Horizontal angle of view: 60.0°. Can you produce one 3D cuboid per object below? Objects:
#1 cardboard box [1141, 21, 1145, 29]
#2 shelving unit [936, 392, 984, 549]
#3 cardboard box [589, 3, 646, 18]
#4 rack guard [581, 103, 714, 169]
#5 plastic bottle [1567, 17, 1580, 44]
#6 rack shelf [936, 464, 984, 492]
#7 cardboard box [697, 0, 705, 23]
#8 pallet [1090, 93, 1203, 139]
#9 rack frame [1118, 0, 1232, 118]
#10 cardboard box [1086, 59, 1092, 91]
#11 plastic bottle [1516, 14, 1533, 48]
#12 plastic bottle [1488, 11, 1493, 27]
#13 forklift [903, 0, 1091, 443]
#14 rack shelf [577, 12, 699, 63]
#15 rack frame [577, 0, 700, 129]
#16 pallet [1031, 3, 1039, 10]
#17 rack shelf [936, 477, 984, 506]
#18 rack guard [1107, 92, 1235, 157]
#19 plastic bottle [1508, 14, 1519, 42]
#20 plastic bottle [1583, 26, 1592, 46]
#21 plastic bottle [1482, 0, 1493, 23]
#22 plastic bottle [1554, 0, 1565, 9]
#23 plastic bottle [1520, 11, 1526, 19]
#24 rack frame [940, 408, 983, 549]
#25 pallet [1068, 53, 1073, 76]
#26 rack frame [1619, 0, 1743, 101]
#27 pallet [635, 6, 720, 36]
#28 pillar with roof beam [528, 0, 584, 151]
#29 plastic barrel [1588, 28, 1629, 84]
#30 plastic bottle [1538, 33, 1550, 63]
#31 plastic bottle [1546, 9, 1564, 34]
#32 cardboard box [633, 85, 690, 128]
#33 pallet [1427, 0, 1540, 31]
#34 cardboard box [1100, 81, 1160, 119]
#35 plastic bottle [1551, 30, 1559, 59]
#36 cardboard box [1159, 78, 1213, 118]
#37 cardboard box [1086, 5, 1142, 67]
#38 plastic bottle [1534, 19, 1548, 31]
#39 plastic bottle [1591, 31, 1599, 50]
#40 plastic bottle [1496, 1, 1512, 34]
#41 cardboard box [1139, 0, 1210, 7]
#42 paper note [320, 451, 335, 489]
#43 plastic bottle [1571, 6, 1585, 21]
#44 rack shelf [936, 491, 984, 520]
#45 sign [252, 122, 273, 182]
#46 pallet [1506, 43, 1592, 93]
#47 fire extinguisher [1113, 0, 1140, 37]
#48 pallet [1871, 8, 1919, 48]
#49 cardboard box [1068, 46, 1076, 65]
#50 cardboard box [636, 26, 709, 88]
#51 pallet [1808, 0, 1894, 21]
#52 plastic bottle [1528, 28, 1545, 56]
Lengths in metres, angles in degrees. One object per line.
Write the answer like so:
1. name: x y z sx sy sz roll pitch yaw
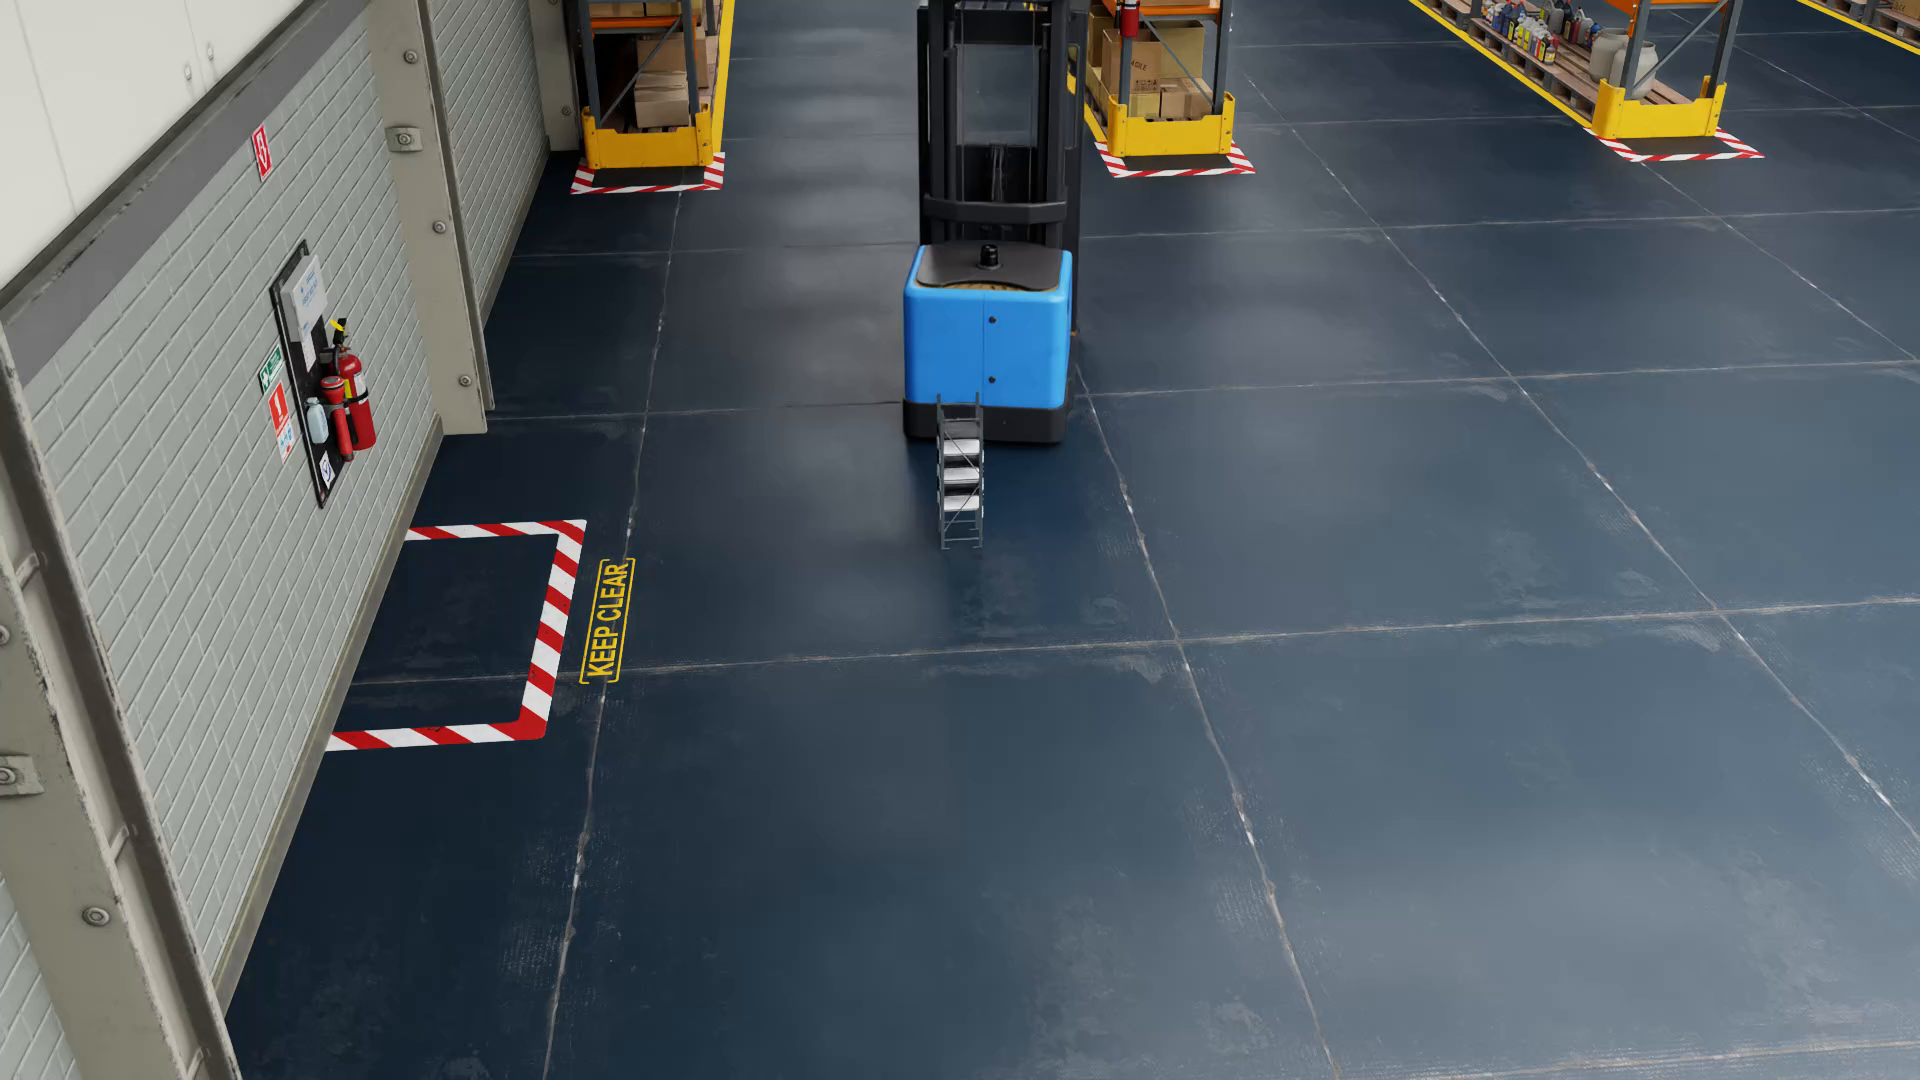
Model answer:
1. cardboard box: 2.074 -5.188 17.051 0.500 0.500 0.500 -3 31 -5
2. shelving unit: -0.001 -0.390 9.526 0.258 0.900 0.210 -3 31 -5
3. cardboard box: -3.157 -5.006 15.333 0.500 0.250 0.500 -2 31 -4
4. rack guard: -2.928 -3.799 15.622 1.175 0.500 0.348 -3 31 -5
5. plastic bottle: 6.870 -5.706 18.598 0.061 0.283 0.133 -3 31 -5
6. rack shelf: -0.001 -0.362 9.543 0.258 0.077 0.200 -3 31 -5
7. cardboard box: -3.379 -6.366 19.491 0.700 0.500 0.500 -2 31 -3
8. pallet: 1.898 -4.263 16.682 1.003 0.211 1.213 -3 31 -5
9. rack frame: 2.011 -5.072 15.317 1.000 3.000 0.127 -3 31 -5
10. cardboard box: 1.560 -4.842 17.202 0.500 0.250 0.500 -3 31 -5
11. plastic bottle: 6.289 -5.656 18.448 0.144 0.351 0.185 -3 31 -5
12. plastic bottle: 6.182 -6.050 19.253 0.097 0.201 0.097 0 31 0
13. forklift: 0.294 -2.612 11.264 1.130 2.935 3.031 3 31 5
14. rack shelf: -3.107 -5.545 16.810 1.077 0.370 4.000 -3 31 -5
15. rack frame: -2.920 -4.833 14.916 1.000 3.000 0.127 -3 31 -5
16. pallet: 1.413 -6.916 21.122 1.003 0.211 1.213 -3 31 -5
17. rack shelf: -0.001 -0.285 9.589 0.258 0.077 0.200 -3 31 -5
18. rack guard: 2.013 -3.987 15.937 1.175 0.500 0.348 -3 31 -5
19. plastic bottle: 6.223 -5.758 18.684 0.061 0.283 0.133 -1 31 -2
20. plastic bottle: 7.014 -5.617 18.529 0.097 0.201 0.097 0 31 0
21. plastic bottle: 6.163 -6.184 19.409 0.097 0.271 0.097 0 31 0
22. plastic bottle: 6.917 -6.086 19.169 0.144 0.351 0.185 -4 31 -6
23. plastic bottle: 6.366 -5.867 18.879 0.097 0.271 0.097 0 31 0
24. rack frame: 0.009 -0.339 9.439 0.240 0.900 0.006 -3 31 -5
25. pallet: 1.670 -5.509 18.767 1.003 0.211 1.213 -3 31 -5
26. rack frame: 6.943 -5.308 15.711 1.000 3.000 0.127 -3 31 -5
27. pallet: -3.368 -6.075 19.715 1.003 0.211 1.213 -3 31 -5
28. pillar with roof beam: 0.439 -7.931 14.252 9.100 9.000 0.400 -3 31 -5
29. plastic barrel: 6.759 -5.008 17.226 0.421 0.512 0.421 0 31 0
30. plastic bottle: 6.306 -5.306 17.927 0.061 0.283 0.133 -2 31 -3
31. plastic bottle: 6.789 -5.936 18.991 0.152 0.276 0.135 -3 31 -5
32. cardboard box: -2.895 -4.225 16.091 0.500 0.311 0.500 -6 31 -10
33. pallet: 6.458 -6.552 20.513 1.003 0.211 1.213 -3 31 -5
34. cardboard box: 1.667 -4.332 16.349 0.500 0.250 0.500 -3 31 -5
35. plastic bottle: 6.445 -5.382 18.056 0.061 0.283 0.133 -3 31 -5
36. cardboard box: 2.183 -4.356 16.390 0.500 0.250 0.500 -3 31 -5
37. cardboard box: 1.557 -5.163 17.010 0.500 0.500 0.500 -3 31 -5
38. plastic bottle: 6.434 -5.644 18.501 0.152 0.276 0.135 -3 31 -5
39. plastic bottle: 7.034 -5.512 18.353 0.097 0.201 0.097 0 31 0
40. plastic bottle: 6.232 -5.969 18.973 0.144 0.351 0.185 -2 31 -3
41. cardboard box: 1.980 -5.354 15.691 0.700 0.500 0.500 -3 31 -5
42. paper note: -3.146 -0.350 8.270 0.016 0.148 0.142 -3 31 -5
43. plastic bottle: 6.965 -5.824 18.729 0.144 0.351 0.185 -3 31 -5
44. rack shelf: -0.001 -0.207 9.636 0.258 0.077 0.200 -3 31 -5
45. sign: -3.192 -1.808 7.592 0.001 0.298 0.199 -3 31 -5
46. pallet: 6.708 -5.183 18.222 1.003 0.211 1.213 -3 31 -5
47. fire extinguisher: 1.560 -4.956 15.198 0.296 0.674 0.183 -3 31 -5
48. pallet: 11.599 -6.049 19.671 1.003 0.211 1.213 -3 31 -5
49. cardboard box: 1.462 -5.352 18.057 0.500 0.250 0.500 -3 31 -5
50. cardboard box: -2.968 -4.974 17.161 0.700 0.500 0.500 -5 31 -8
51. pallet: 11.427 -6.787 20.907 1.003 0.211 1.213 -3 31 -5
52. plastic bottle: 6.326 -5.445 18.167 0.152 0.276 0.135 -4 31 -6
